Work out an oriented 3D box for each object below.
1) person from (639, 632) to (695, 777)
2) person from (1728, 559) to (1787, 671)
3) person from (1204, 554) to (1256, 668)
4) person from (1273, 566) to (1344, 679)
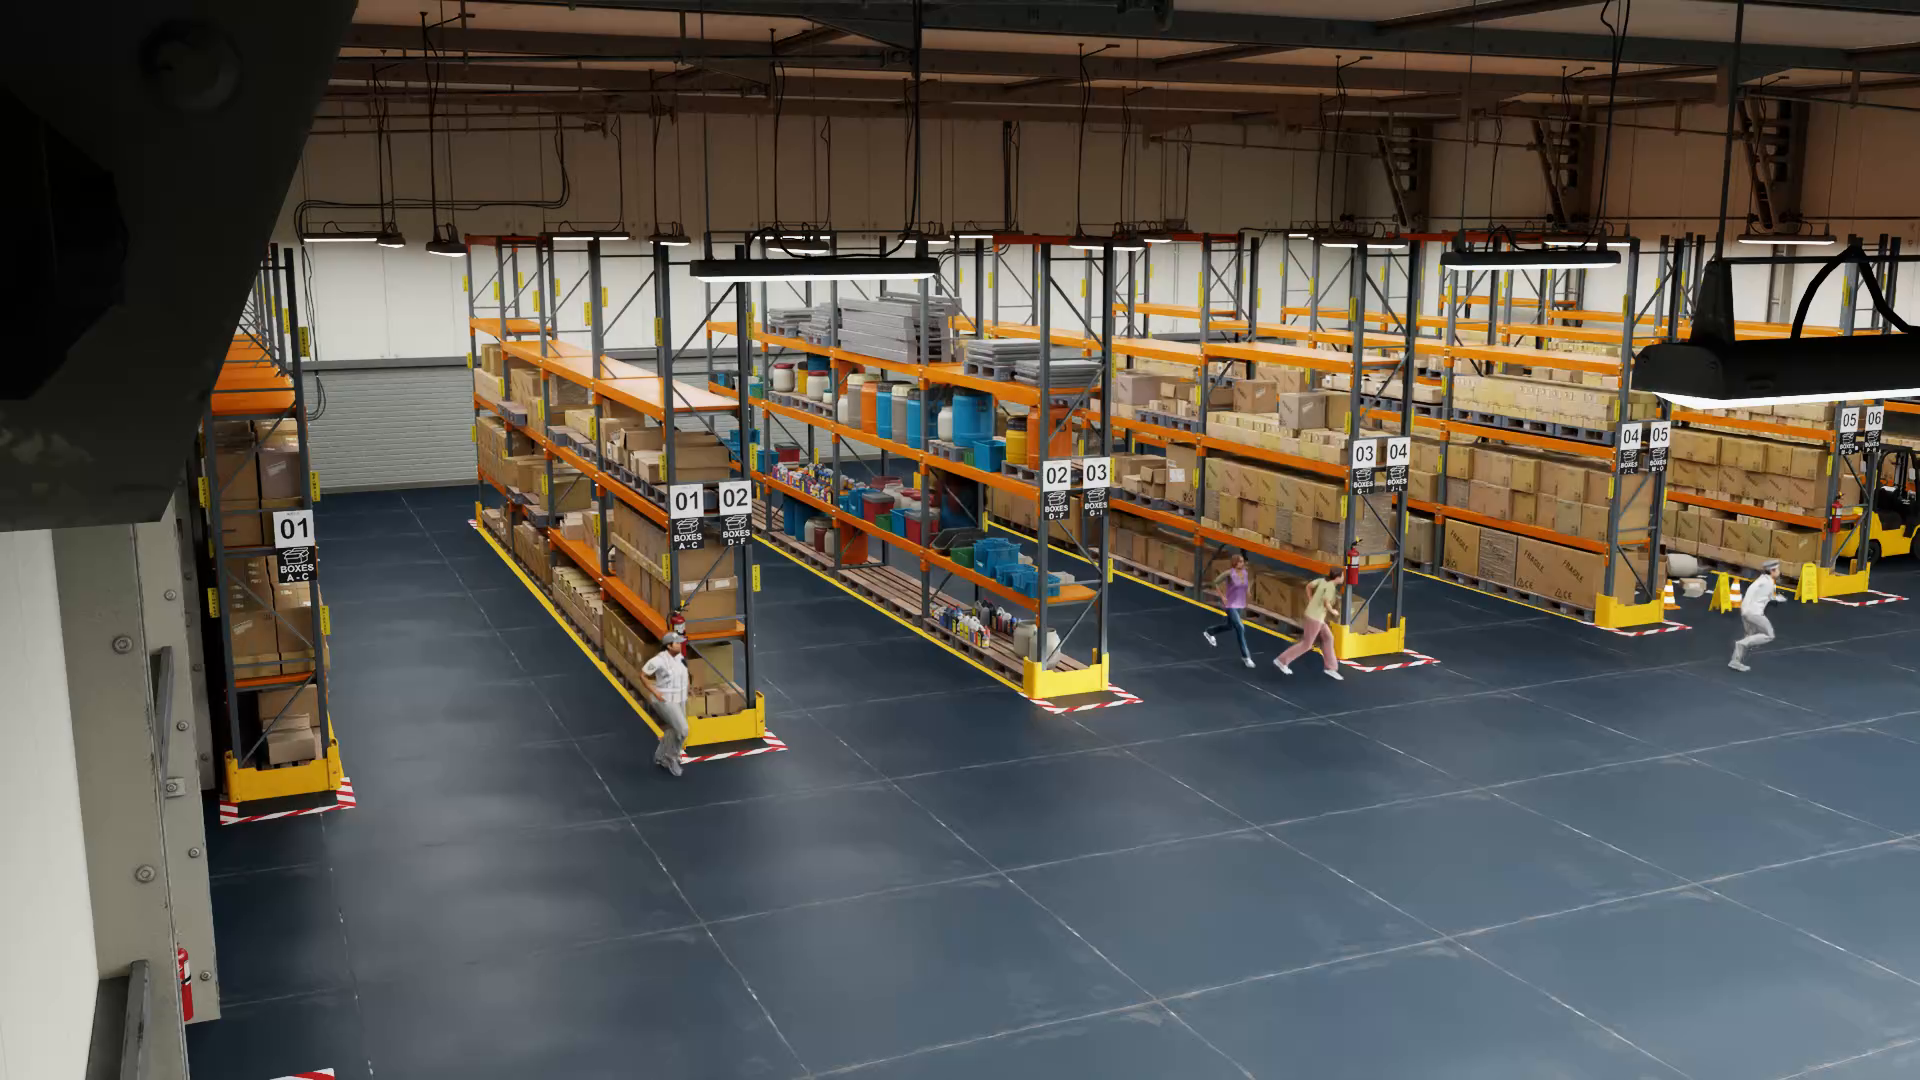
[{"bbox_3d":[-3.318,1.878,19.172,0.648,1.666,0.620,6,12,27],"label":"person"},{"bbox_3d":[11.287,1.055,23.480,0.692,1.611,0.602,3,11,13],"label":"person"},{"bbox_3d":[3.923,0.974,23.993,0.495,1.616,1.017,-10,15,-42],"label":"person"},{"bbox_3d":[4.850,1.162,23.049,1.005,1.626,0.614,-2,11,-8],"label":"person"}]
